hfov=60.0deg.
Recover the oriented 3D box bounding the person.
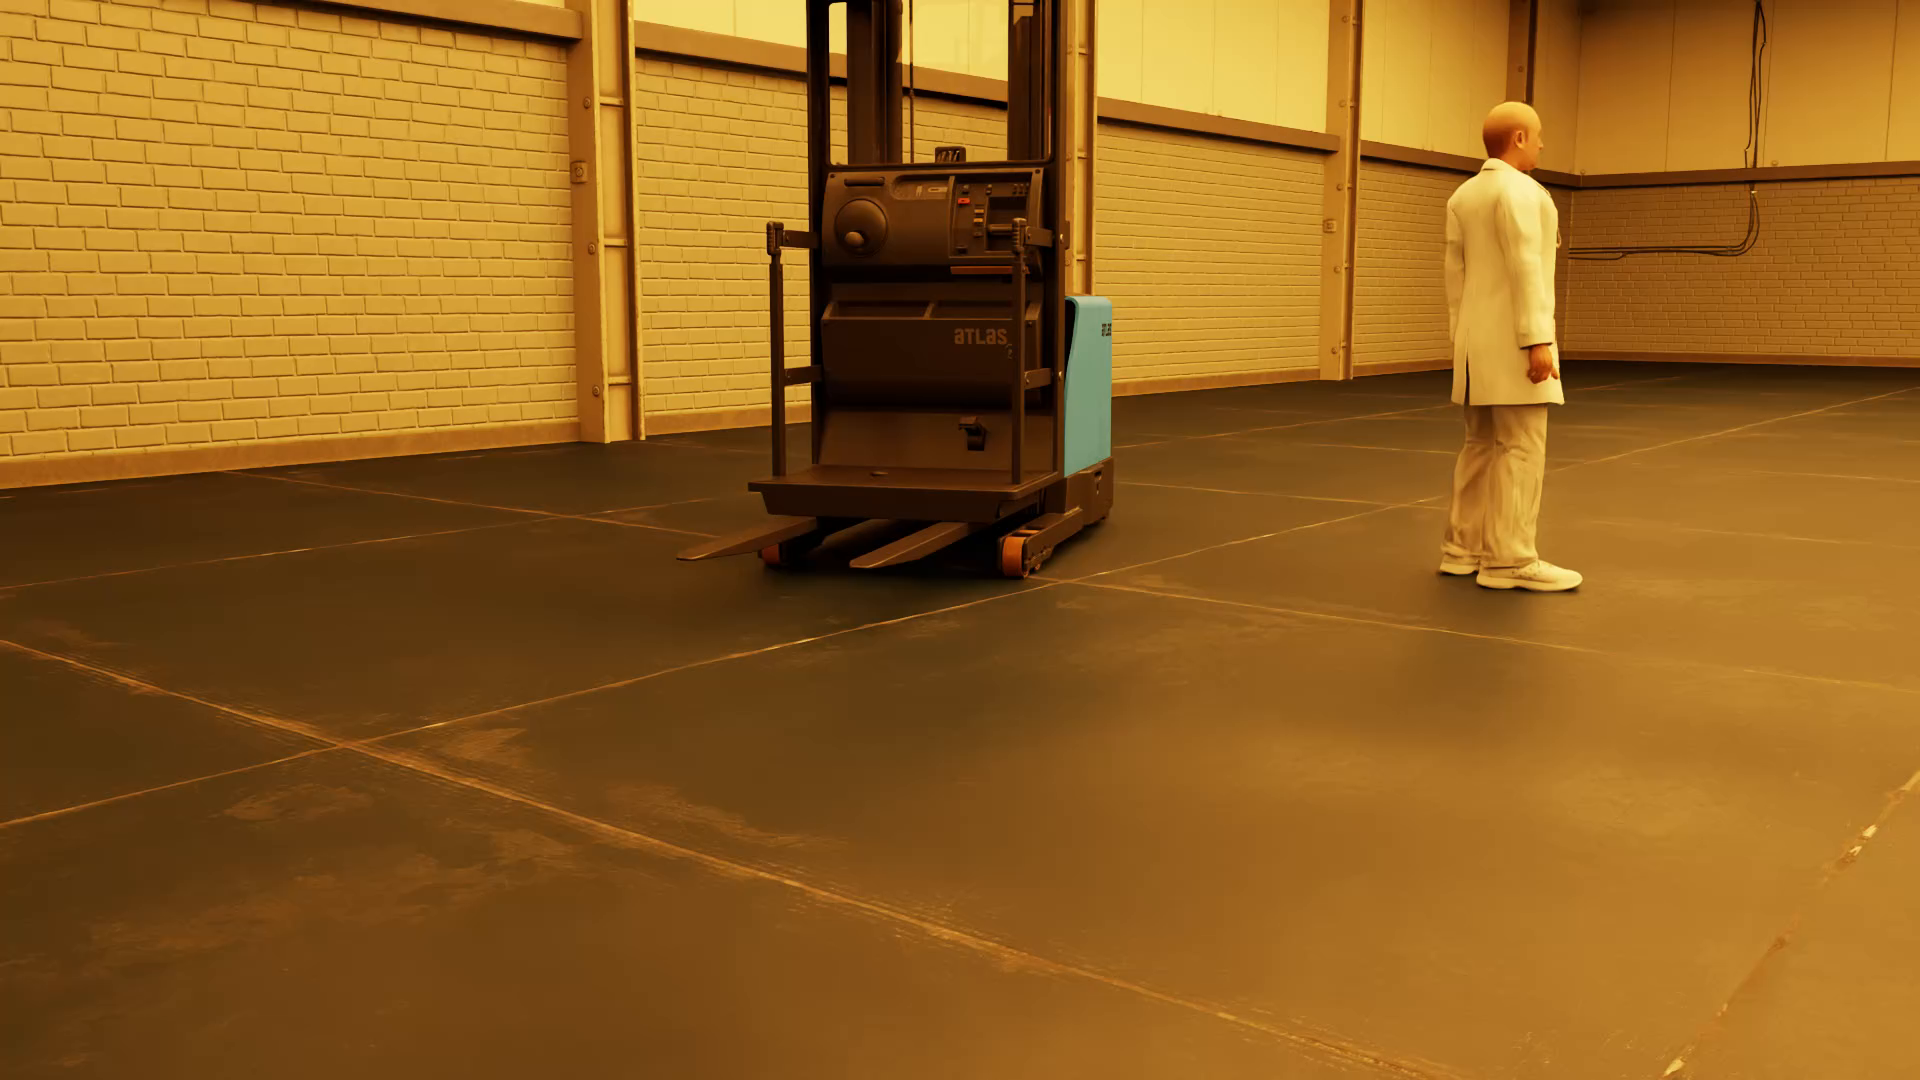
[{"bbox_3d":[2.071,-0.724,6.230,0.372,1.784,0.618,-2,8,-11],"label":"person"}]

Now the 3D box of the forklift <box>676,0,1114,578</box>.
[{"bbox_3d":[-0.176,-1.366,6.616,1.130,2.935,3.031,3,9,17],"label":"forklift"}]
